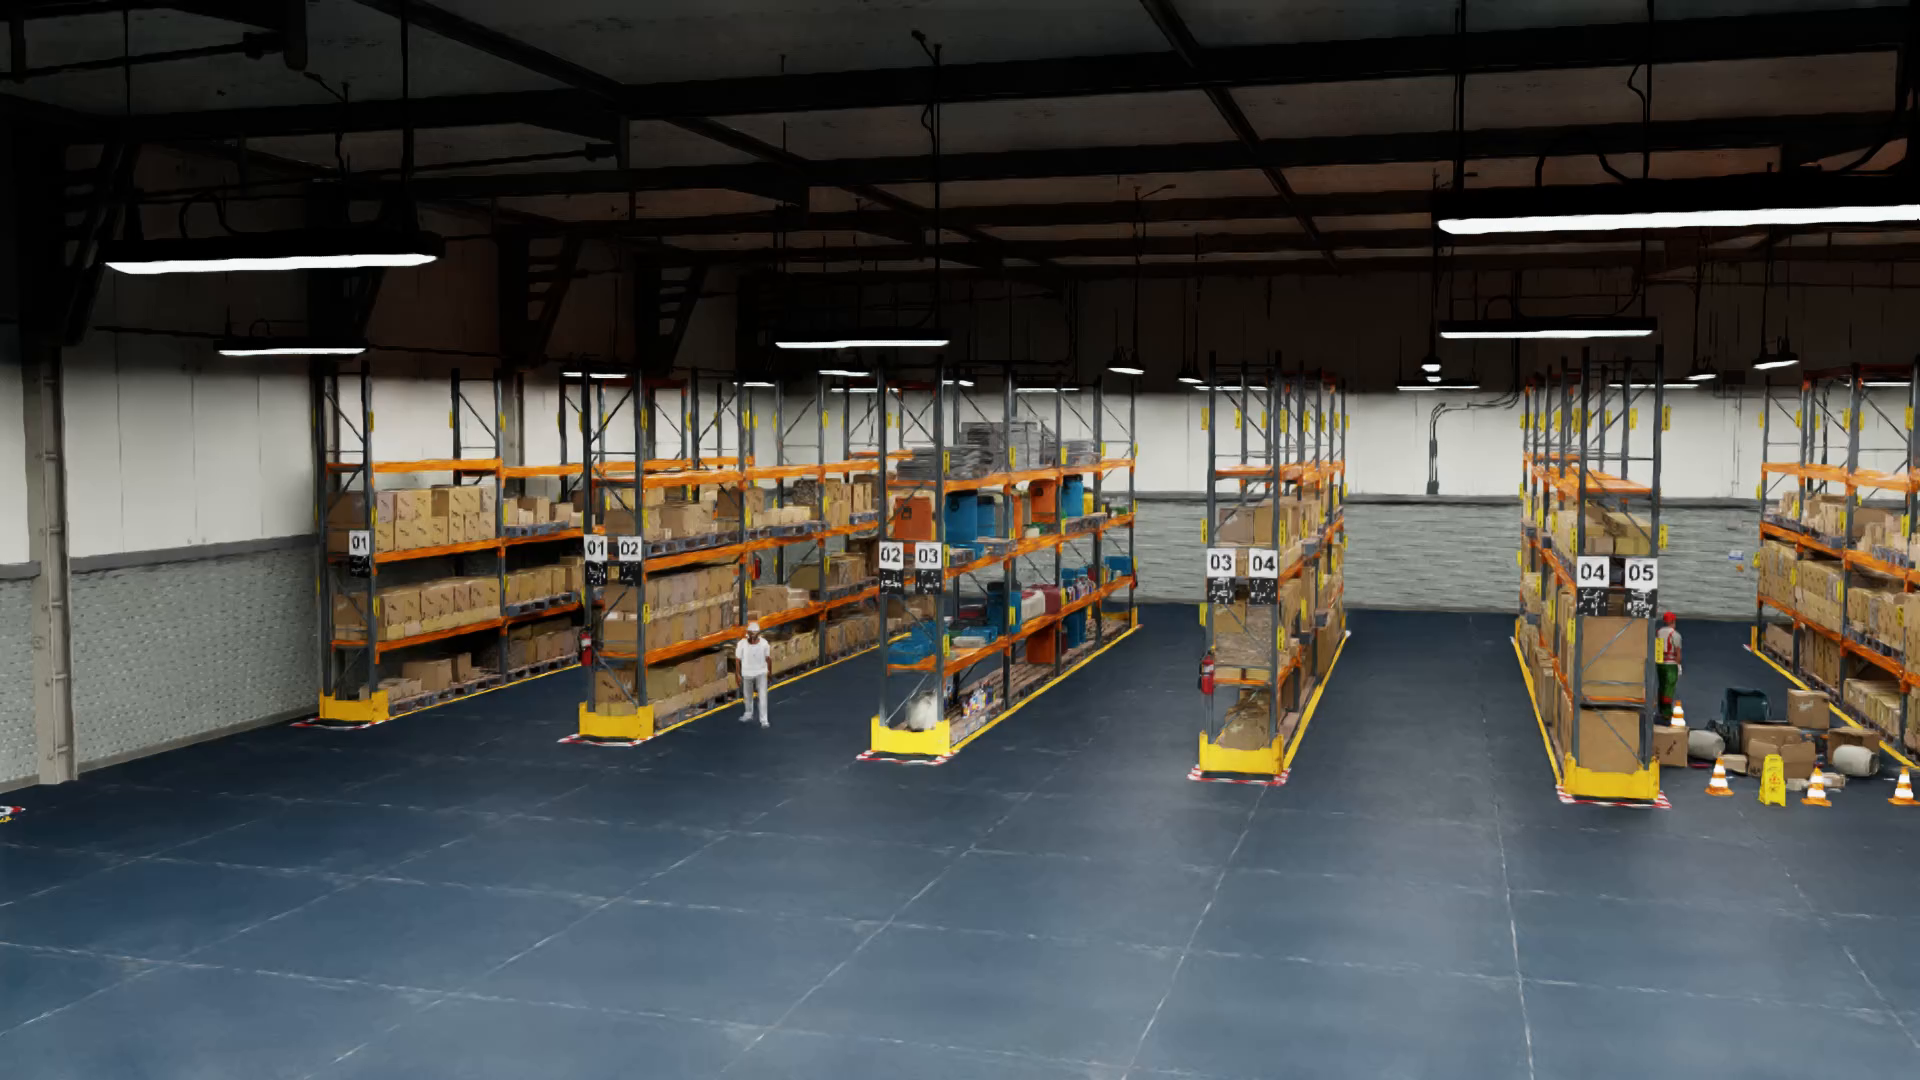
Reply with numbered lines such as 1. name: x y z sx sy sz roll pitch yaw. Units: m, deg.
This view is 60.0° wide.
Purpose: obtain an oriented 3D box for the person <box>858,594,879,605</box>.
1. person: -2.321 1.142 42.512 0.462 1.600 1.008 2 5 28

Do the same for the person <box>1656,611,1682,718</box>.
1. person: 11.986 2.088 28.046 0.451 1.789 0.605 -1 4 -14

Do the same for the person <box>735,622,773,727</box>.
1. person: -3.393 2.198 27.370 0.618 1.726 0.958 -1 4 -7
